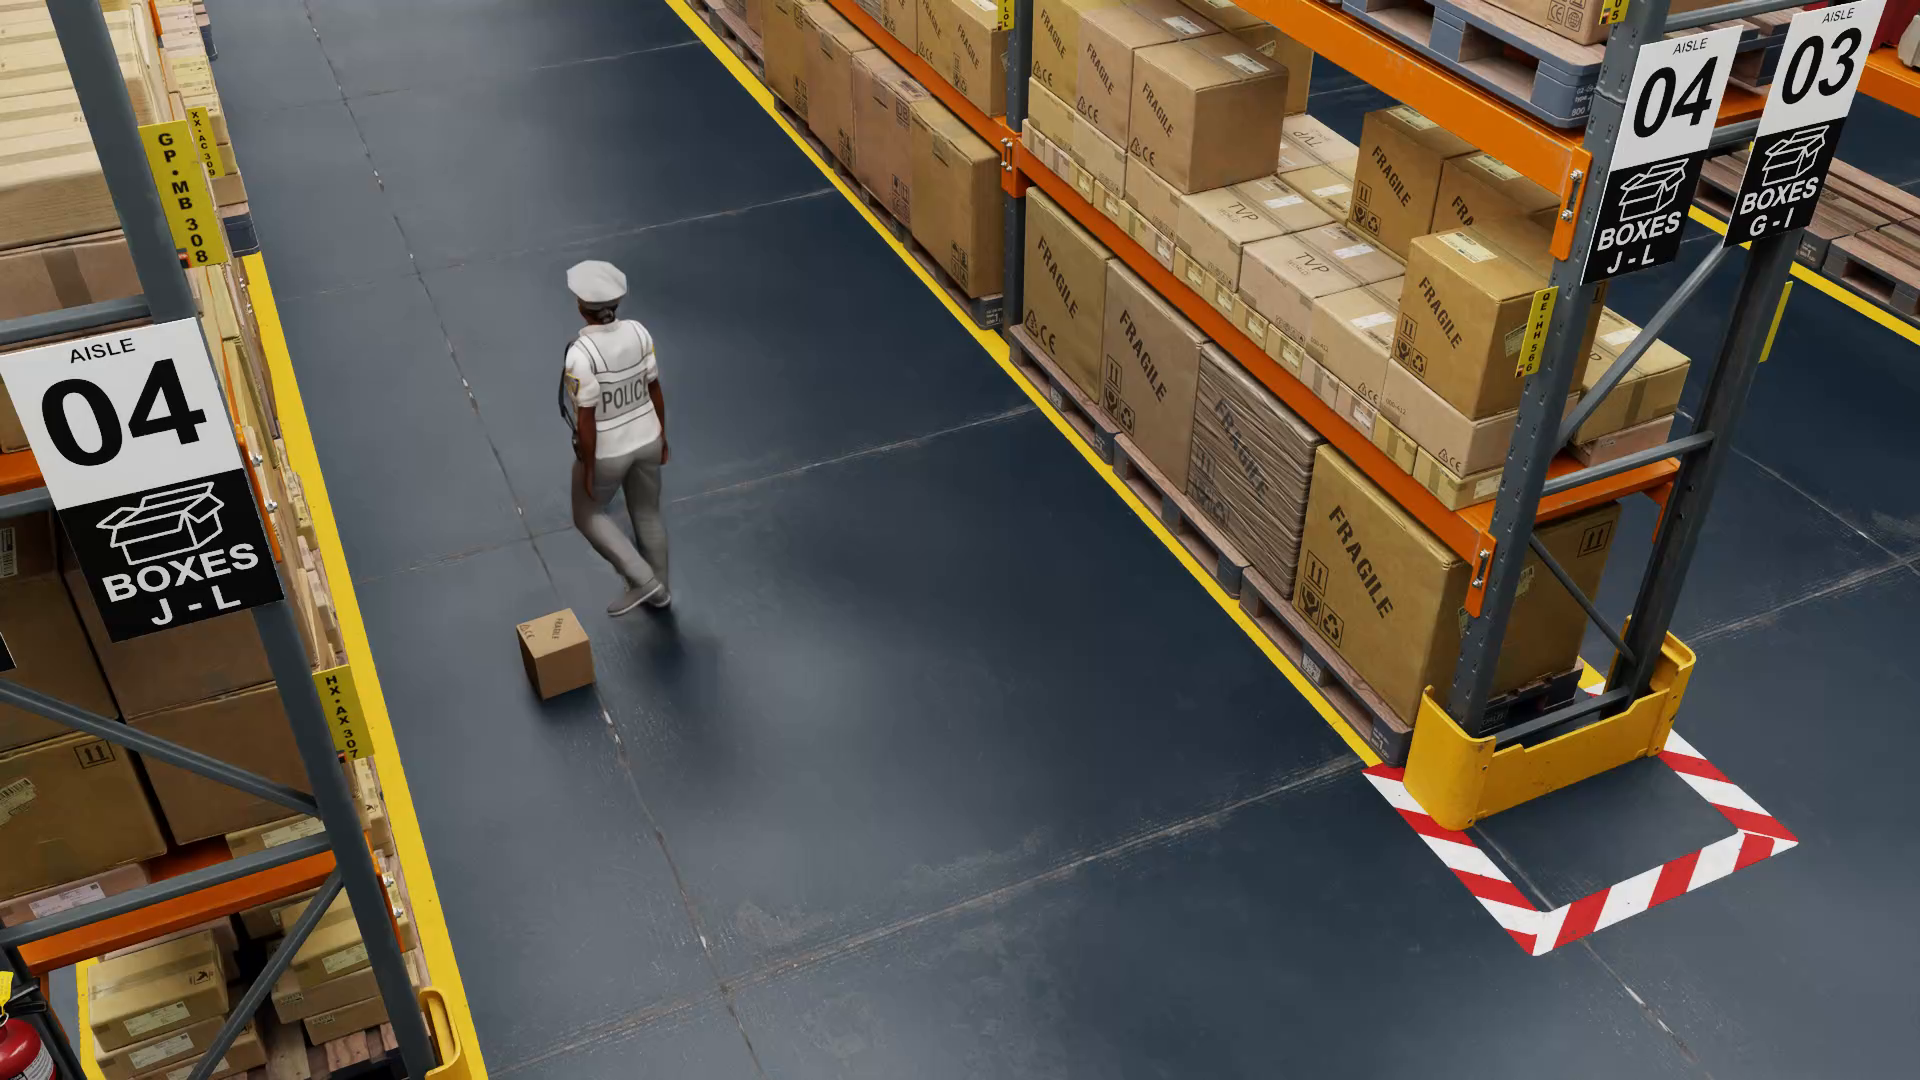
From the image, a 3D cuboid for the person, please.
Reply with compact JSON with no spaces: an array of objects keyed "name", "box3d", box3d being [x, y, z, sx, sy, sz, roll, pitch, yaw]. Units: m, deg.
[{"name":"person","box3d":[-1.488,-0.393,7.342,0.481,1.672,0.522,30,47,33]}]
